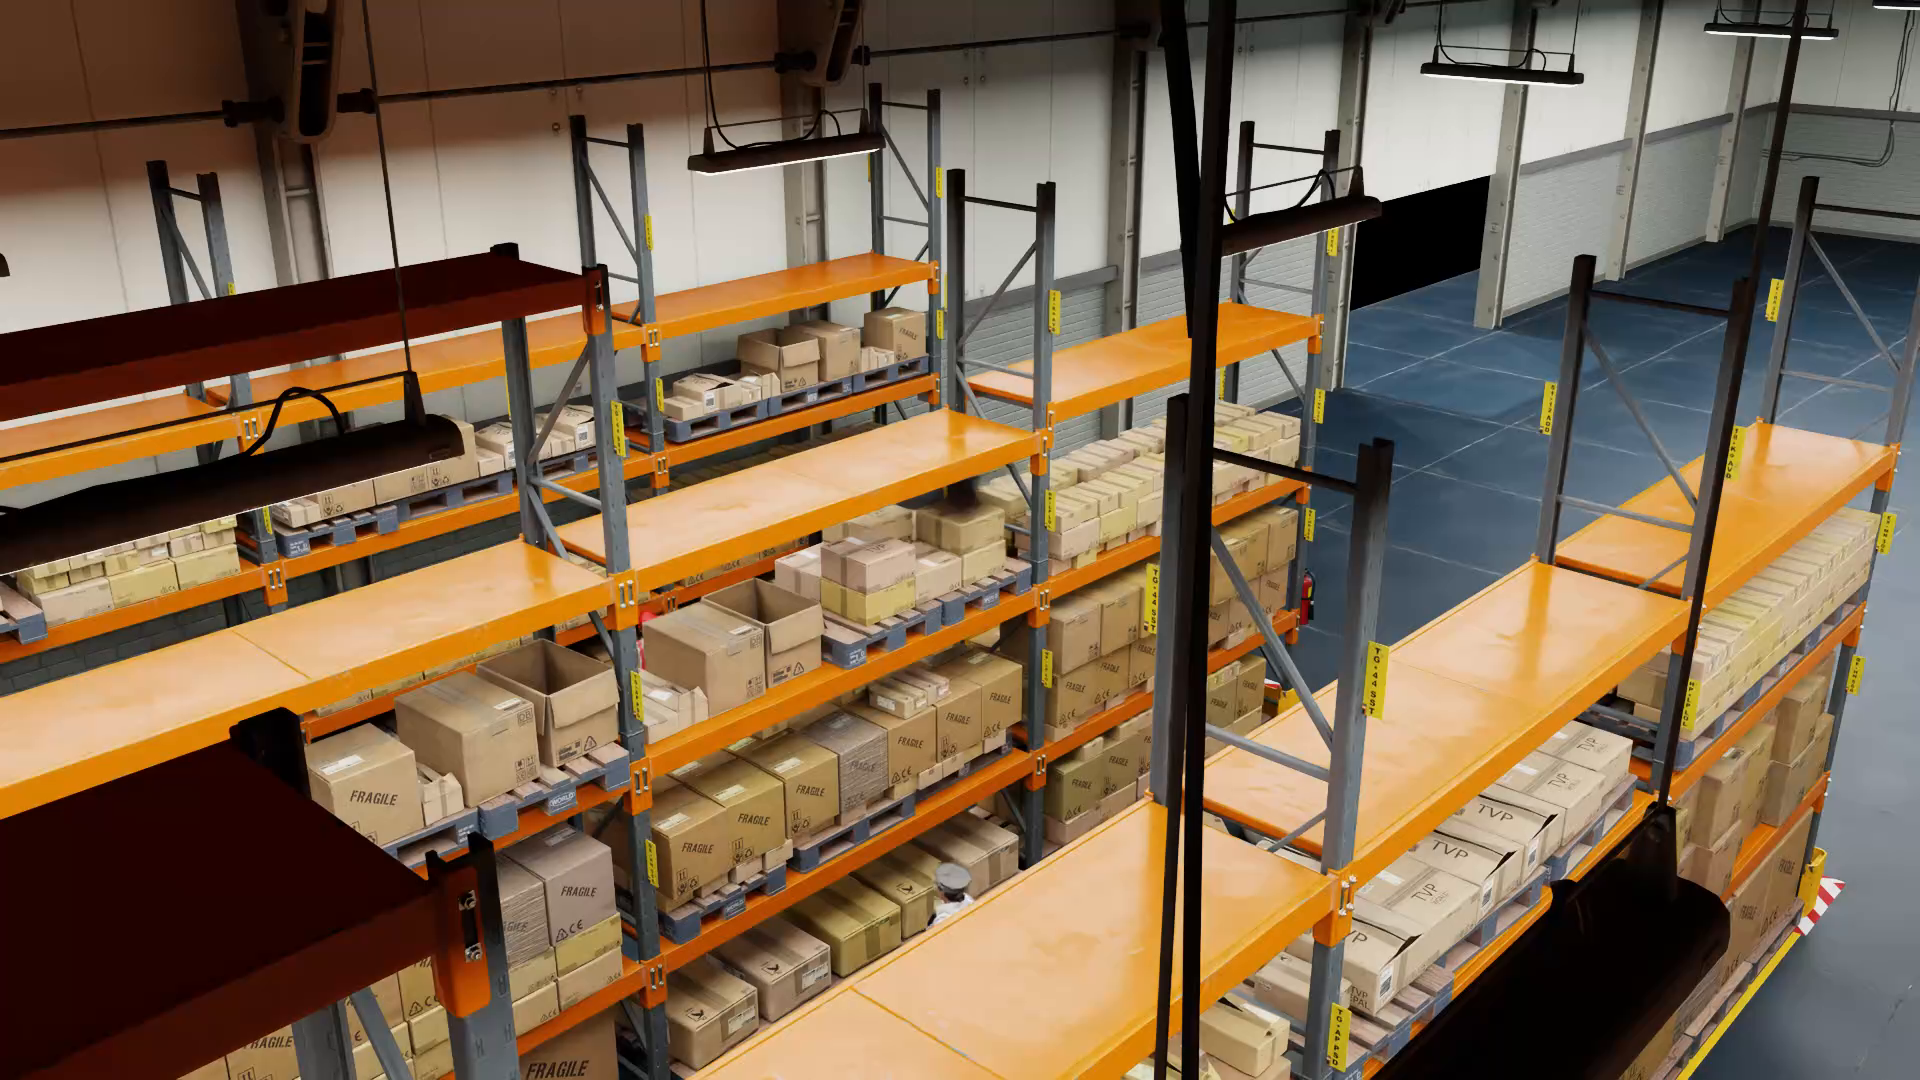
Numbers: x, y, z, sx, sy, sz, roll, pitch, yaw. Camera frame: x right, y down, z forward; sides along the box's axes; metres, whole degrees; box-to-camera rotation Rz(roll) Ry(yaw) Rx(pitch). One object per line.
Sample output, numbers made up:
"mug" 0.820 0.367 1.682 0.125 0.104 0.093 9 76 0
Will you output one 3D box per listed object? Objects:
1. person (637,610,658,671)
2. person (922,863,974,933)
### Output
"person" -2.798 1.511 15.702 0.626 1.794 0.448 -1 21 -4
"person" -0.080 3.049 11.814 0.372 1.683 0.539 8 23 19
